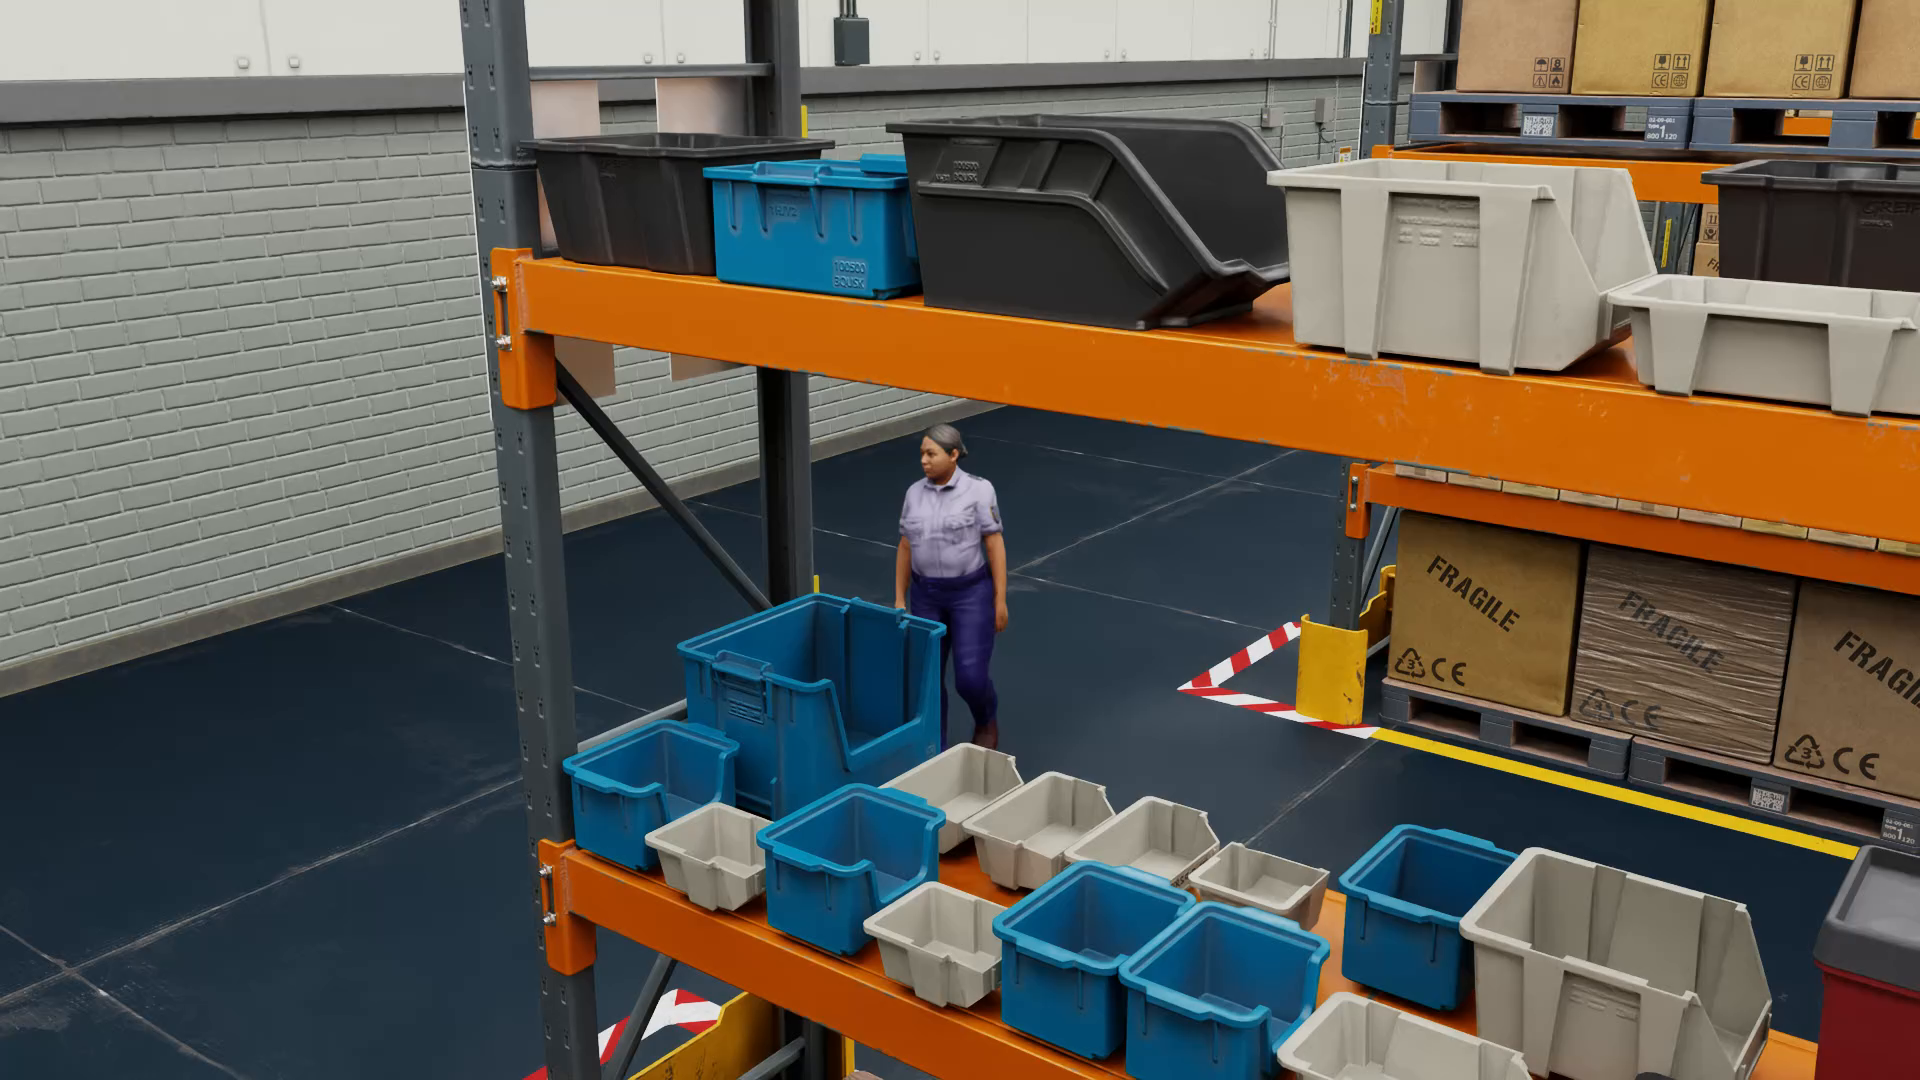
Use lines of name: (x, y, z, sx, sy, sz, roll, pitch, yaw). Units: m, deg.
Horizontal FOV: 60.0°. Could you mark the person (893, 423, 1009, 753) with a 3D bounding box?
person: (-0.084, 0.309, 7.514, 0.550, 1.638, 0.637, 8, 18, 25)
